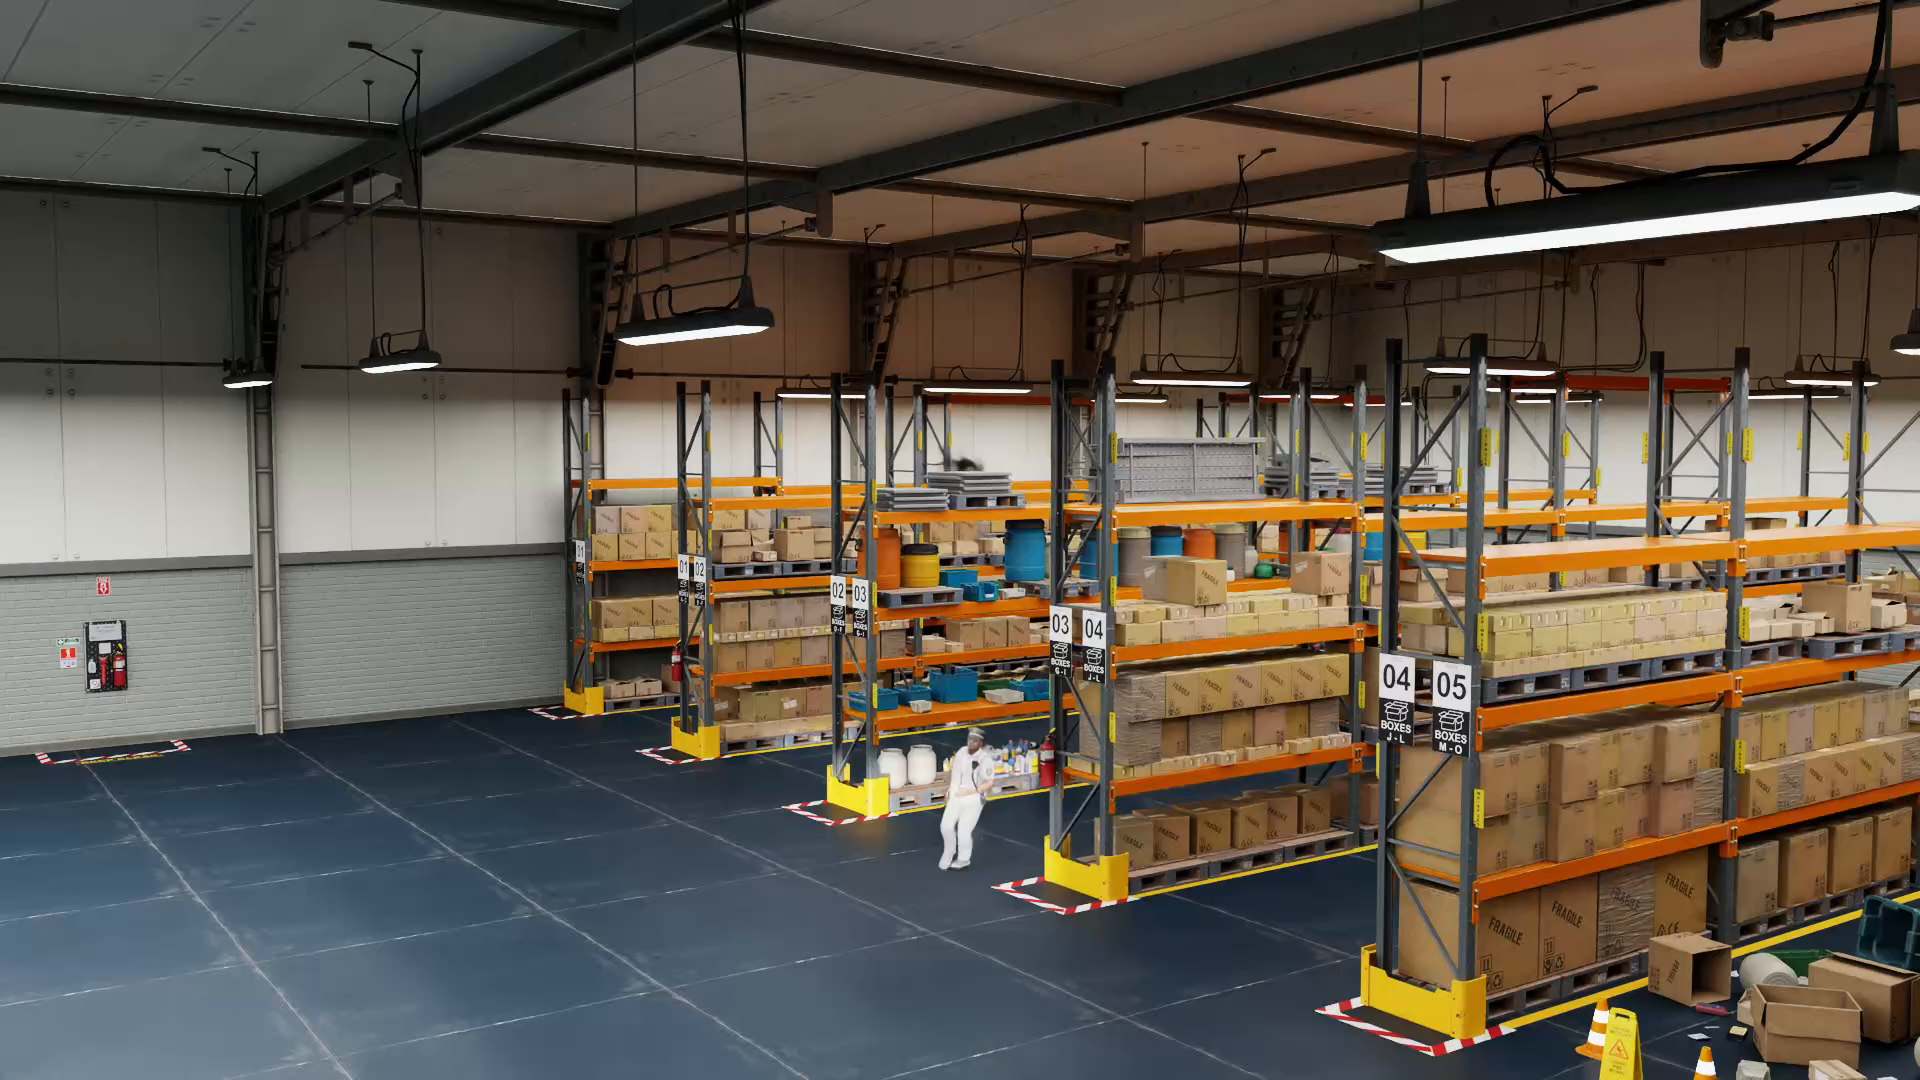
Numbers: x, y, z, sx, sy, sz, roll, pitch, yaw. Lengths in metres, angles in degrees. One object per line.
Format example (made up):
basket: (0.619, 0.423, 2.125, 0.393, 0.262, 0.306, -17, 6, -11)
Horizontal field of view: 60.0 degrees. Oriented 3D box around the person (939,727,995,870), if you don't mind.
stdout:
person: (0.079, 3.041, 19.497, 0.667, 1.703, 0.638, 2, 4, 26)
